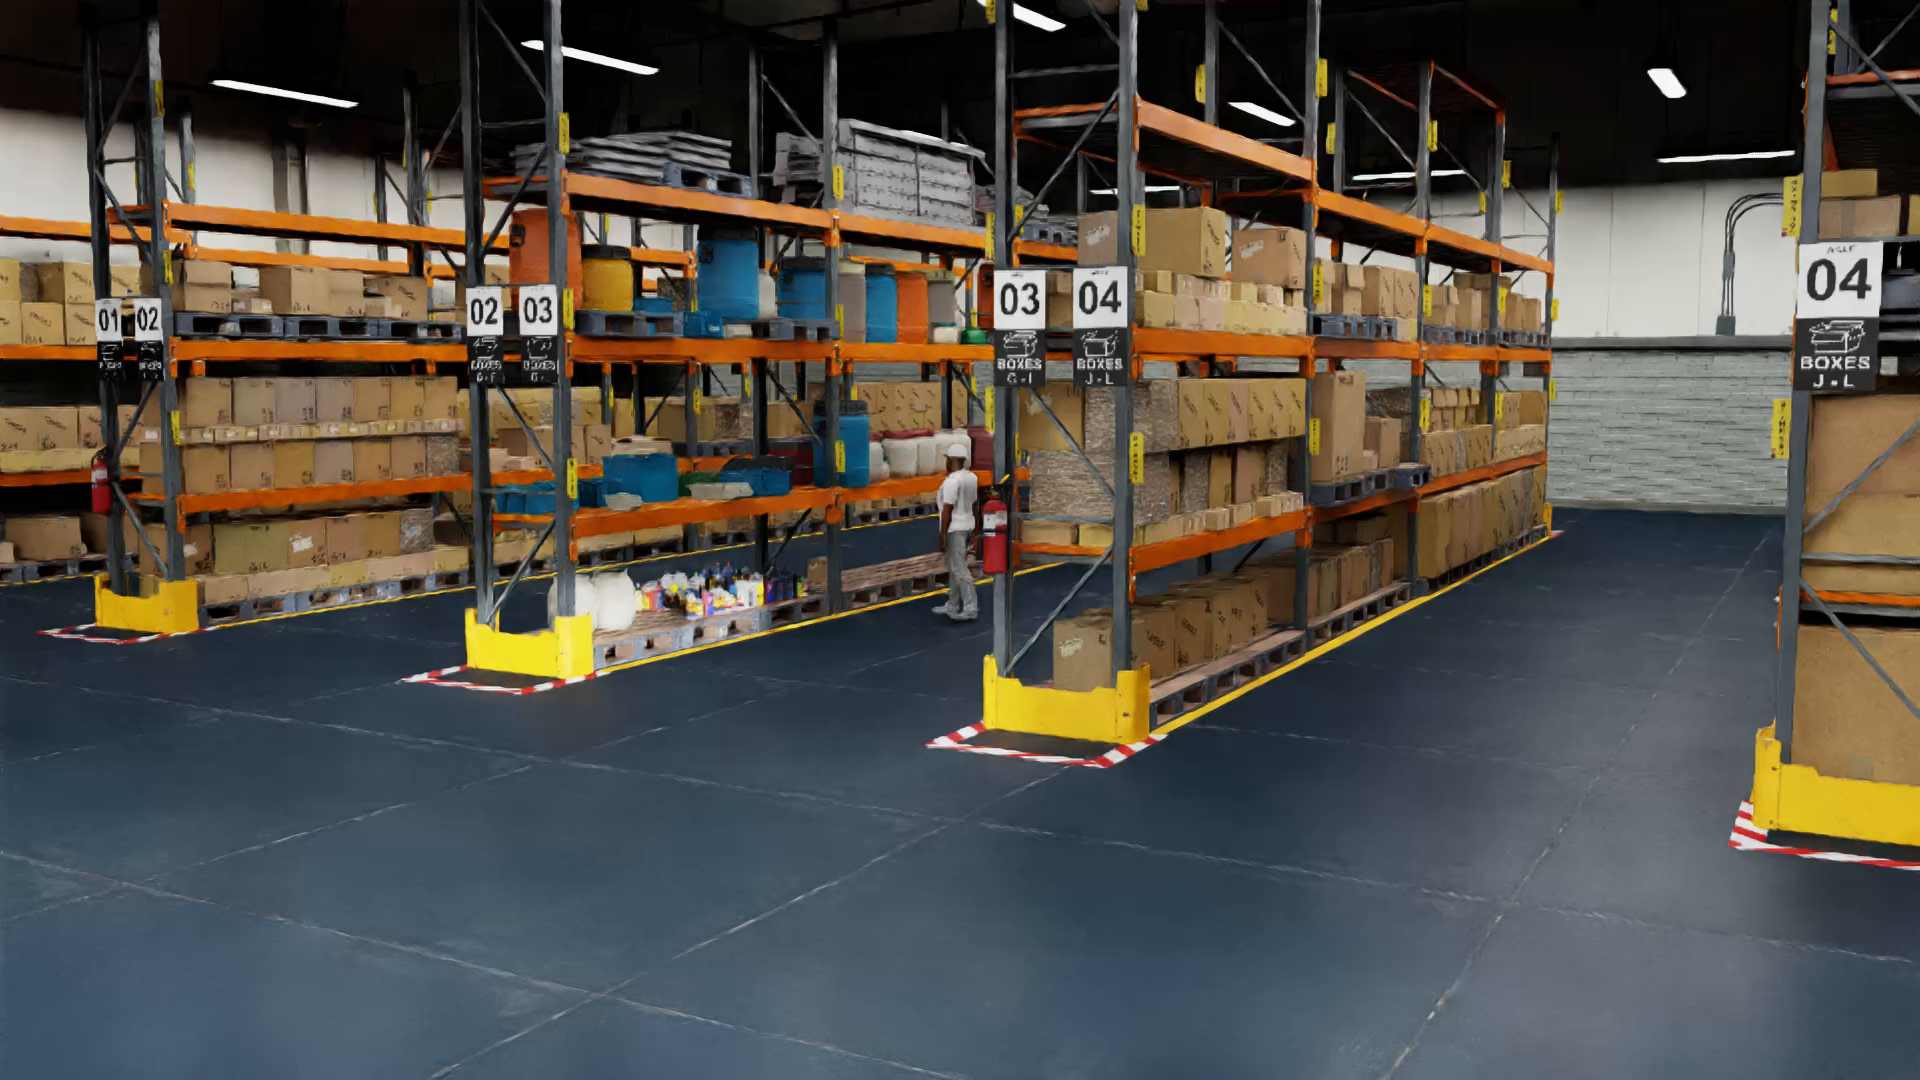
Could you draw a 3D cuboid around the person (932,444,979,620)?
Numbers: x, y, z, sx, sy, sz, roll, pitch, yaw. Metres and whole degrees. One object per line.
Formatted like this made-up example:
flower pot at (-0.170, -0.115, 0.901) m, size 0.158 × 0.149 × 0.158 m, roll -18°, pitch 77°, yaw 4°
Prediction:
person at (-0.042, -0.093, 16.883) m, size 0.619 × 1.767 × 0.765 m, roll 2°, pitch 6°, yaw 22°
